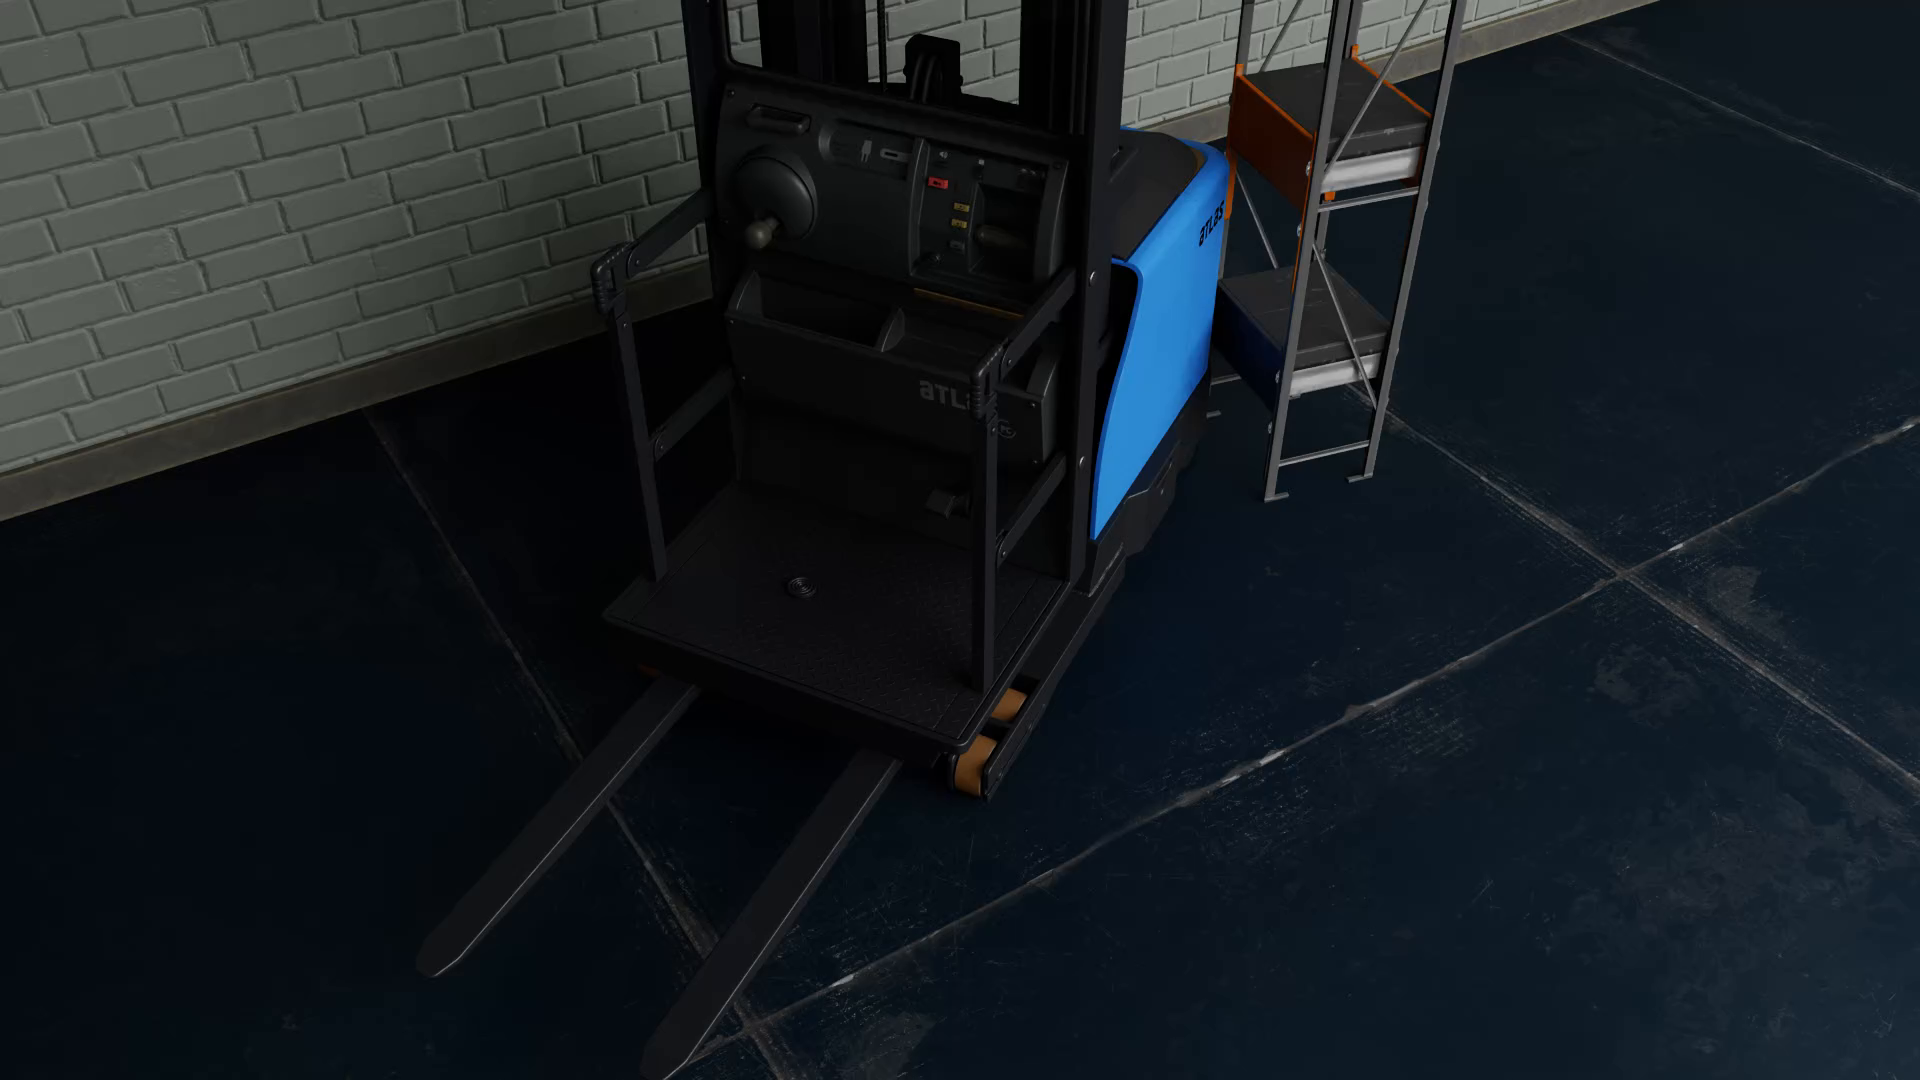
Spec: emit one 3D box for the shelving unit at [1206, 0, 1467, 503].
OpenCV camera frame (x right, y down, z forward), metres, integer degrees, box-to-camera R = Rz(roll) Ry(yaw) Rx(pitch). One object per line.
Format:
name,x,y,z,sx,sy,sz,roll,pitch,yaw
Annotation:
shelving unit,1.089,-1.122,4.956,0.431,2.100,0.503,-13,42,-15

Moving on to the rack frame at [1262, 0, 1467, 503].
rack frame,1.172,-0.975,4.780,0.400,2.100,0.015,-13,42,-15

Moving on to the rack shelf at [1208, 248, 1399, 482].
rack shelf,1.089,-0.573,5.413,0.431,0.518,0.480,-13,42,-15

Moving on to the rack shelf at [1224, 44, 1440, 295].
rack shelf,1.089,-1.111,4.965,0.431,0.518,0.480,-13,42,-15

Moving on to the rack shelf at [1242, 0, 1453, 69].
rack shelf,1.089,-1.649,4.516,0.431,0.518,0.480,-13,42,-15

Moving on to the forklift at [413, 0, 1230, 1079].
forklift,-0.272,-0.768,3.881,1.130,2.935,3.031,17,43,20

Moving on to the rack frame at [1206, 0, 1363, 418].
rack frame,1.006,-1.269,5.132,0.400,2.100,0.015,-13,42,-15
